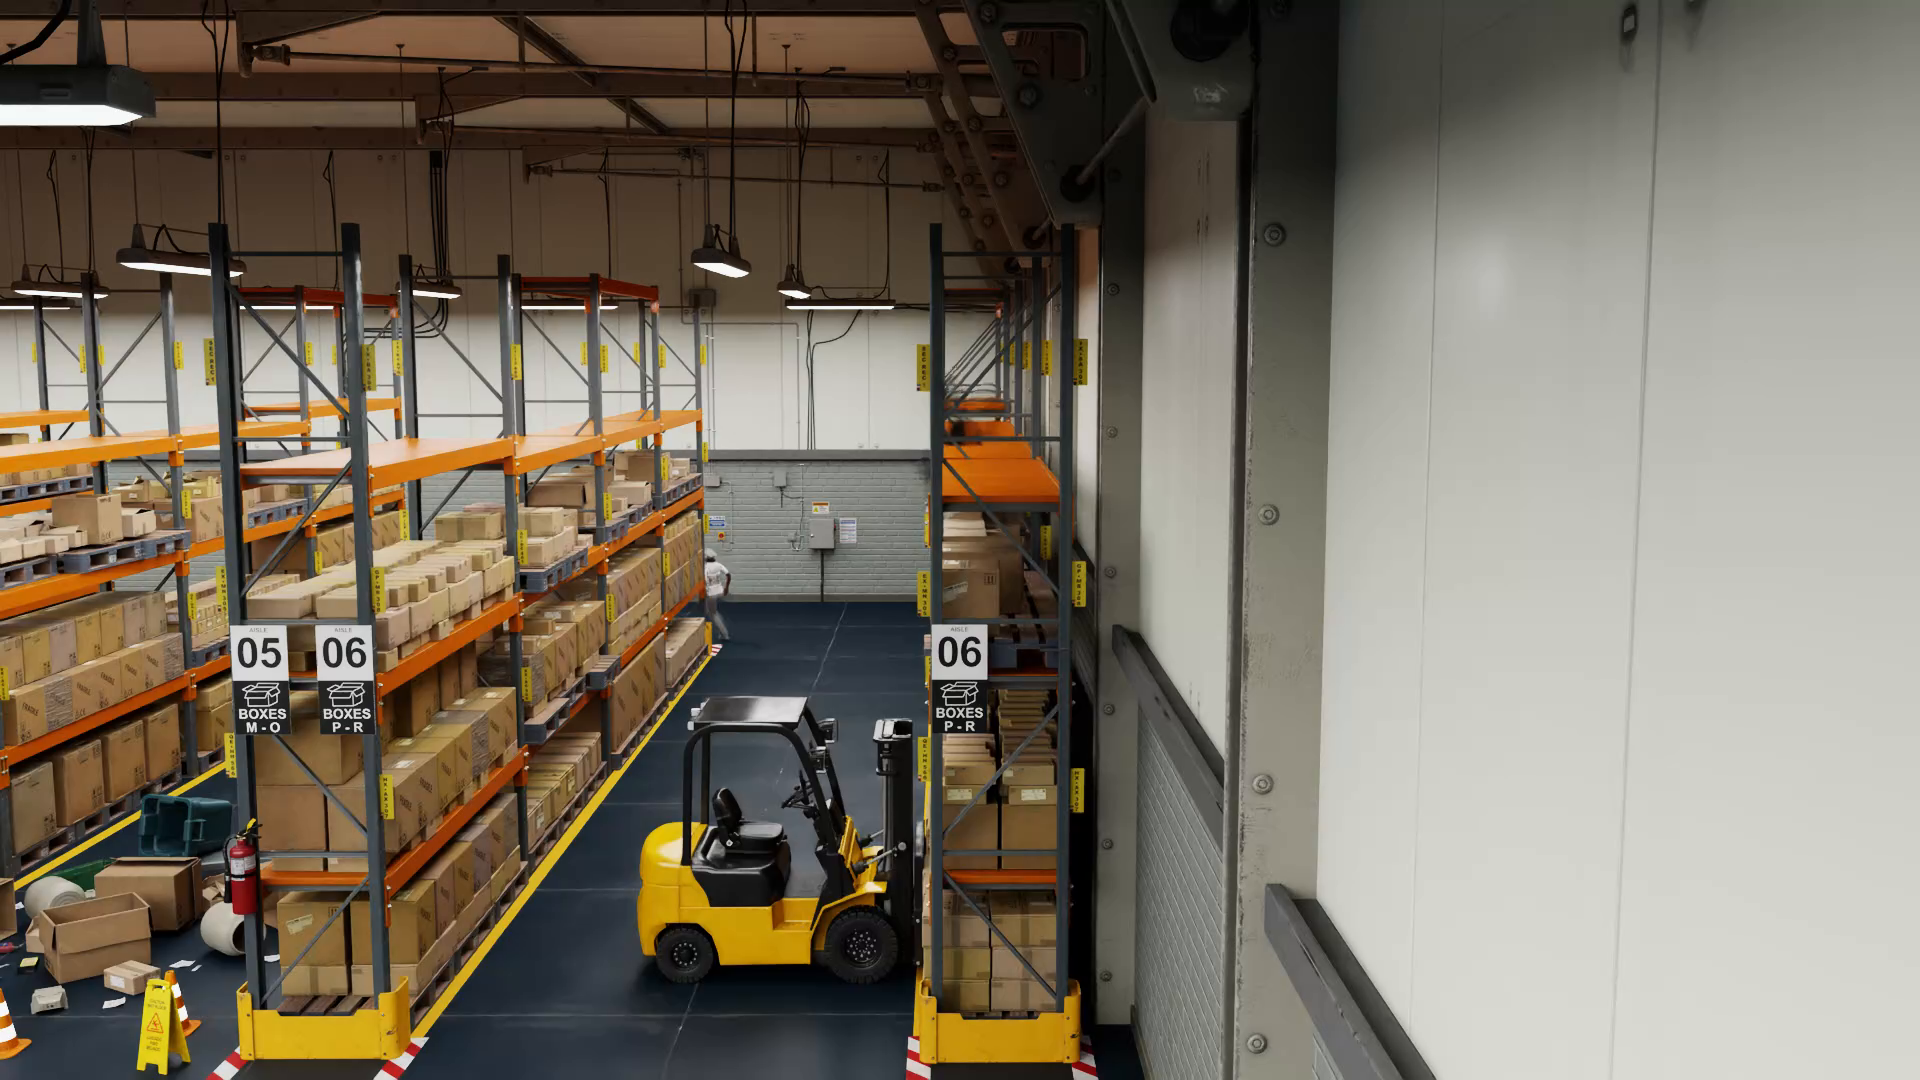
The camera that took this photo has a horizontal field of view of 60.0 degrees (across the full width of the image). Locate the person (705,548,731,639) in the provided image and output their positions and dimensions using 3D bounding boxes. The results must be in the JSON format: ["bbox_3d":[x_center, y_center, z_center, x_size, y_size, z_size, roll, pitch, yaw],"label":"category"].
[{"bbox_3d":[-4.387,0.943,29.209,0.587,1.633,0.588,5,8,34],"label":"person"}]
